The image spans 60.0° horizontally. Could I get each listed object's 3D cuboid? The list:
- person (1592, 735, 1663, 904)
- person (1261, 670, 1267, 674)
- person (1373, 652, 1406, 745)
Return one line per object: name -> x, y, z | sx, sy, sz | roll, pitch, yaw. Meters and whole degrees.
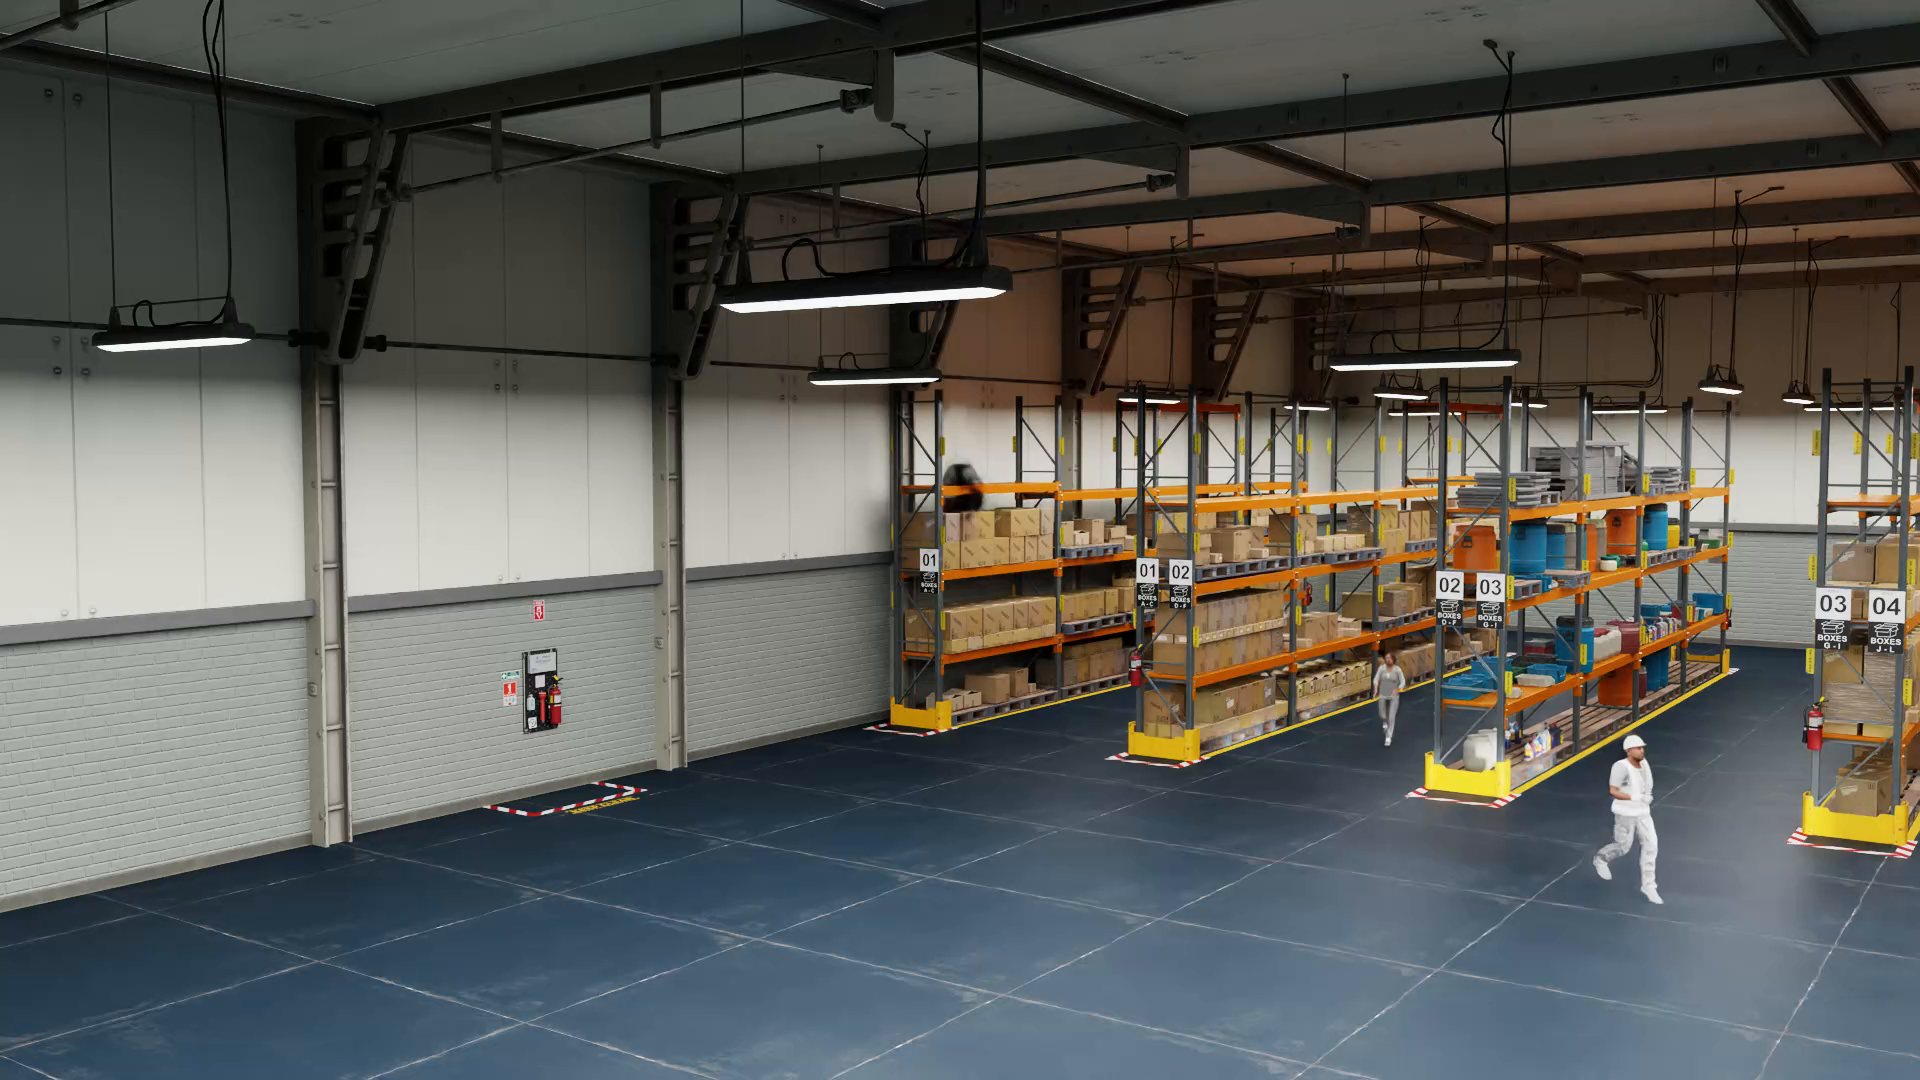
person -> 7.474, 3.081, 18.591 | 0.715, 1.828, 0.949 | -2, 4, -29
person -> 6.049, 2.219, 34.107 | 0.700, 1.737, 0.631 | 2, 4, 29
person -> 7.219, 2.665, 27.989 | 0.547, 1.565, 0.541 | 1, 3, 22
